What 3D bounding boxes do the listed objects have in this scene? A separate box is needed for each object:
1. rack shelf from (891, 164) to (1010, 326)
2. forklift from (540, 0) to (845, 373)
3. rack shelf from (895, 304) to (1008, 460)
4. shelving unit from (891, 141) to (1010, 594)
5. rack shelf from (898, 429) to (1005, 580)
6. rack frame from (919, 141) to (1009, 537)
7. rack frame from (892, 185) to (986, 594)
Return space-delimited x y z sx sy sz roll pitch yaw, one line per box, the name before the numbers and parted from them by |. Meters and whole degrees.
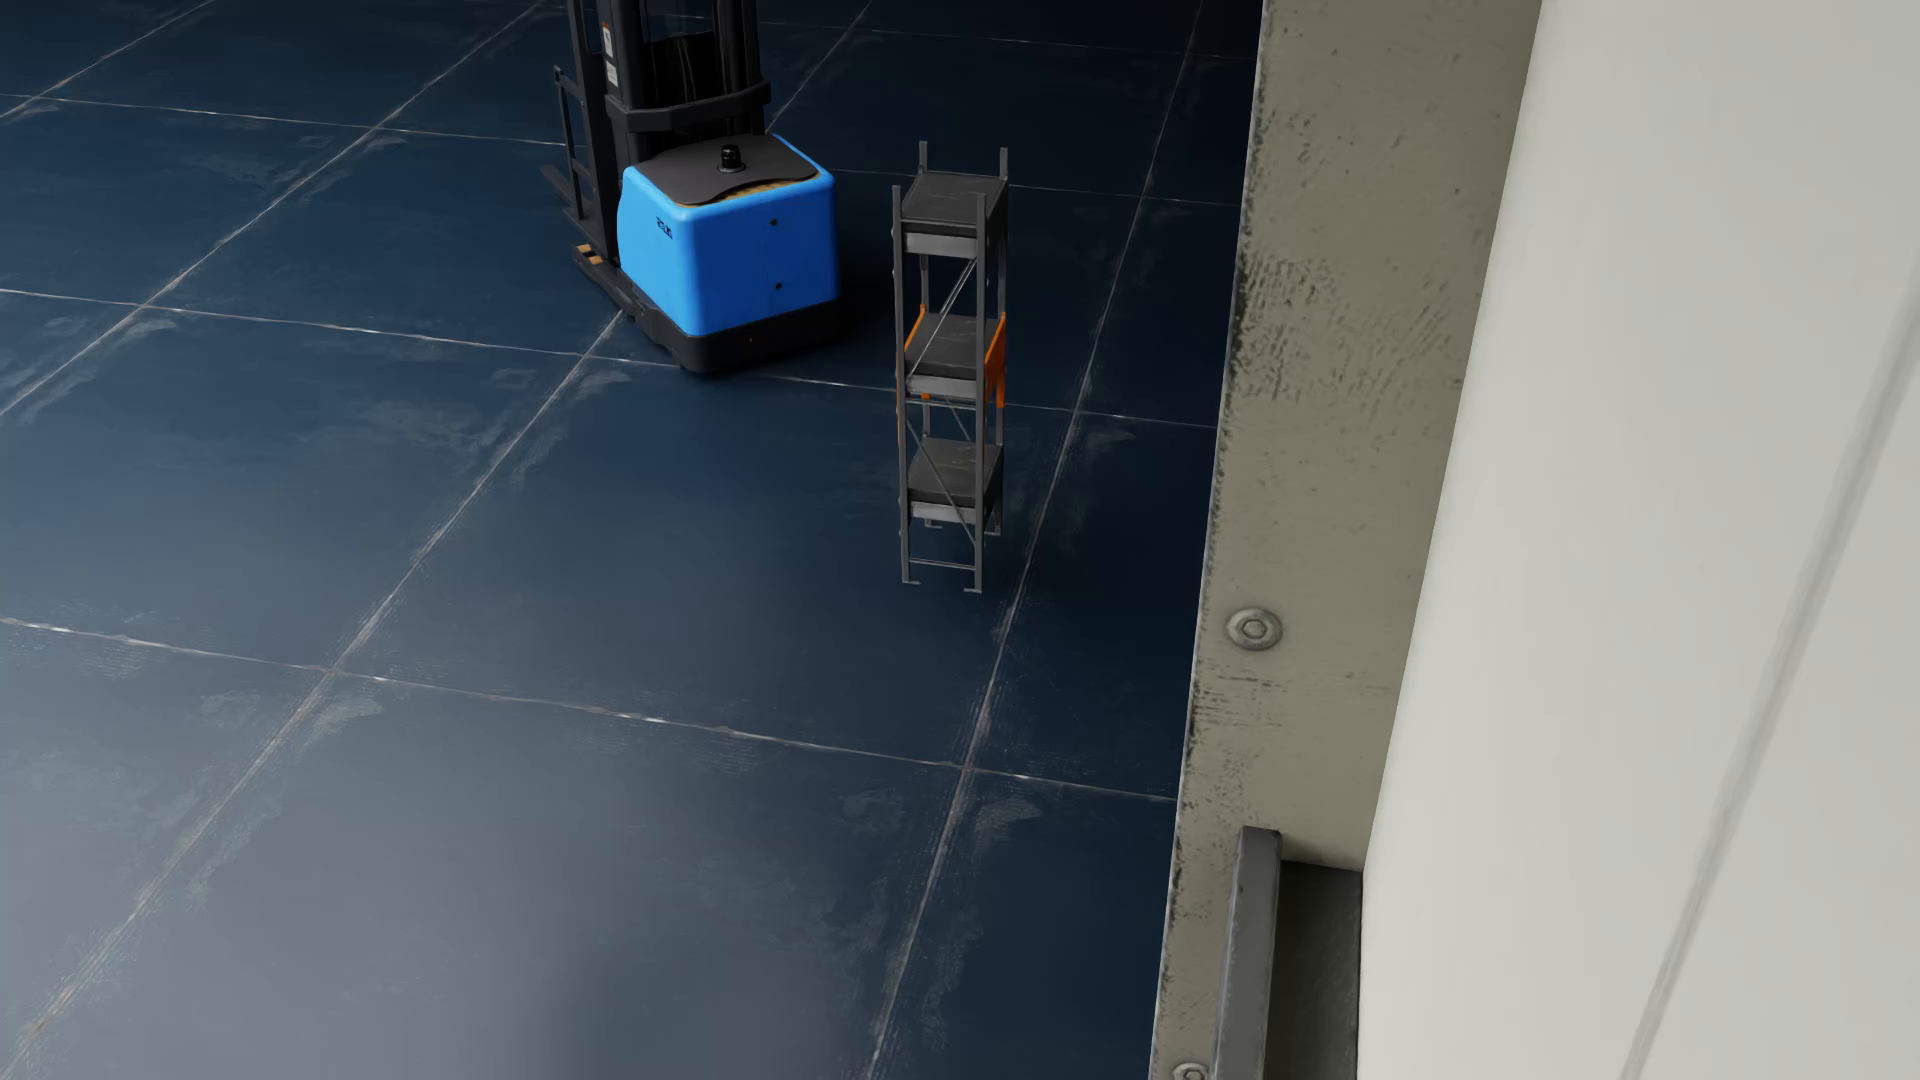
rack shelf | -0.035 -1.311 7.370 0.431 0.518 0.480 7 37 10
forklift | -1.903 -3.001 10.164 1.130 2.935 3.031 -20 40 -25
rack shelf | -0.035 -0.744 7.781 0.431 0.518 0.480 7 37 10
shelving unit | -0.035 -0.755 7.773 0.431 2.100 0.503 7 37 10
rack shelf | -0.035 -0.177 8.192 0.431 0.518 0.480 7 37 10
rack frame | 0.017 -0.895 7.966 0.400 2.100 0.015 7 37 10
rack frame | -0.087 -0.615 7.580 0.400 2.100 0.015 7 37 10
